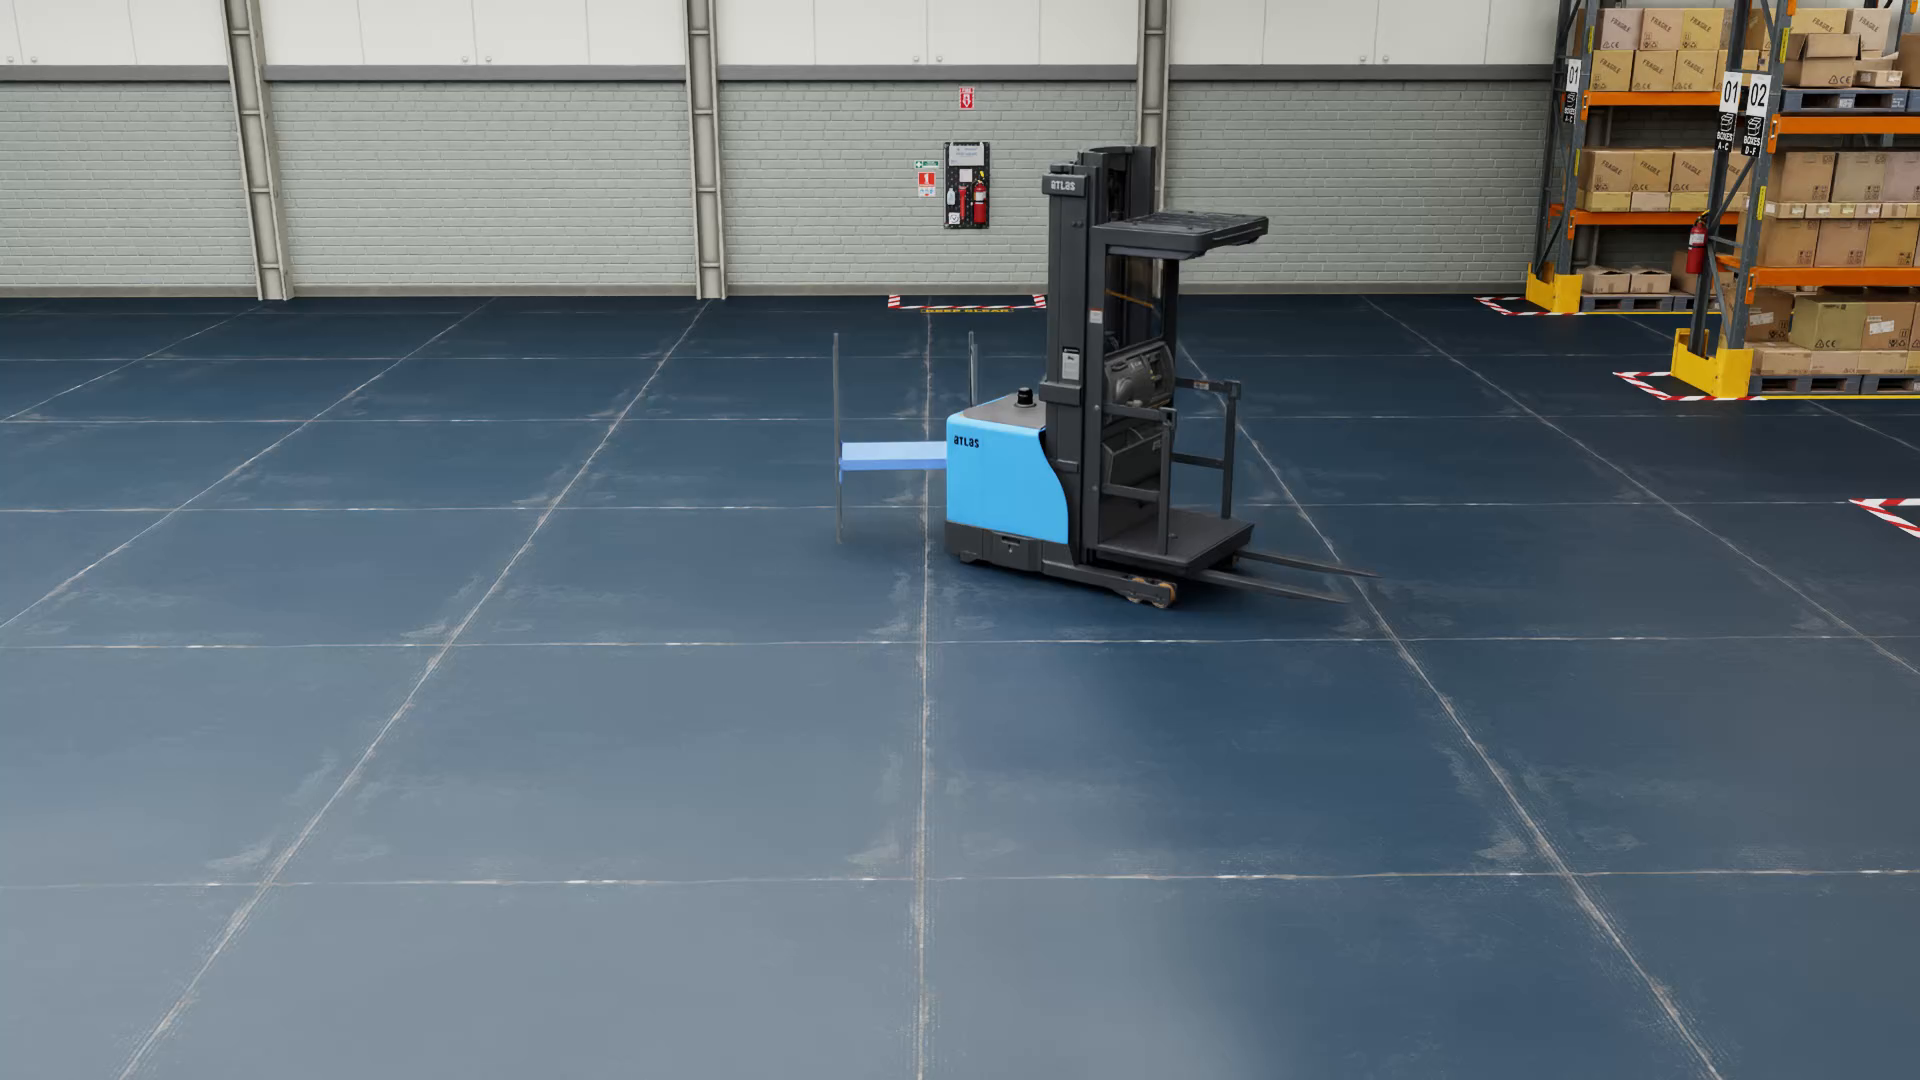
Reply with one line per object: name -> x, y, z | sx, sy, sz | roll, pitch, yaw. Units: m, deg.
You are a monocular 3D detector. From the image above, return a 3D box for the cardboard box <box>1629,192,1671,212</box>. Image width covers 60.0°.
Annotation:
cardboard box -> 8.896, -4.434, 21.672 | 0.500, 0.250, 0.500 | -1, 18, -3

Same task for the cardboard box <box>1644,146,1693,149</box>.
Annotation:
cardboard box -> 9.372, -4.949, 22.050 | 0.500, 0.500, 0.500 | -1, 18, -2

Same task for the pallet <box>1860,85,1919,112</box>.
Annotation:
pallet -> 9.896, -4.459, 16.772 | 1.213, 0.211, 1.003 | 0, 18, -1

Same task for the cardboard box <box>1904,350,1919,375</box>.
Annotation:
cardboard box -> 10.005, -1.903, 17.382 | 0.500, 0.250, 0.500 | 0, 18, -1

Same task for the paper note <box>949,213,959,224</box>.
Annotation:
paper note -> -0.079, -4.423, 22.866 | 0.142, 0.148, 0.016 | 0, 18, -1

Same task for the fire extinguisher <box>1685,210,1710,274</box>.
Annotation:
fire extinguisher -> 7.840, -3.175, 17.662 | 0.183, 0.674, 0.296 | 0, 18, -1

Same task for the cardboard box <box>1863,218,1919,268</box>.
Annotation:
cardboard box -> 9.454, -3.121, 17.203 | 0.500, 0.500, 0.700 | 0, 18, 0

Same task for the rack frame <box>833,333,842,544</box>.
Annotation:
rack frame -> -0.917, -0.762, 12.468 | 0.032, 1.500, 0.500 | -1, 18, -3

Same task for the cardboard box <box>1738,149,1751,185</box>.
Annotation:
cardboard box -> 10.413, -4.798, 21.579 | 0.500, 0.500, 0.500 | -1, 18, -2

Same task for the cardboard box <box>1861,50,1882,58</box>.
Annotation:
cardboard box -> 11.380, -6.010, 21.266 | 0.500, 0.500, 0.500 | 0, 18, 1

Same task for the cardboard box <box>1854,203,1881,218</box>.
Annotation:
cardboard box -> 9.127, -3.367, 16.906 | 0.250, 0.149, 0.380 | -1, 18, -2

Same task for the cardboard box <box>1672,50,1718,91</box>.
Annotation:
cardboard box -> 9.279, -5.990, 21.202 | 0.500, 0.500, 0.500 | 1, 18, 2

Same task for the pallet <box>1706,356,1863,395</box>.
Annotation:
pallet -> 8.730, -1.759, 17.687 | 1.213, 0.211, 1.003 | 0, 18, -1

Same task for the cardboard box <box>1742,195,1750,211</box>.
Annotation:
cardboard box -> 8.345, -3.487, 17.282 | 0.250, 0.149, 0.380 | -1, 18, -2

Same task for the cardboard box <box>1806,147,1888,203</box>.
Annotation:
cardboard box -> 9.011, -3.739, 17.005 | 0.500, 0.500, 0.700 | -1, 18, -2

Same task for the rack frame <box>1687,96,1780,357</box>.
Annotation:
rack frame -> 7.966, -3.071, 17.209 | 0.127, 3.000, 1.000 | 0, 18, -1

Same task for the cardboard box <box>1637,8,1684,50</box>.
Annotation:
cardboard box -> 8.775, -6.460, 21.030 | 0.500, 0.500, 0.500 | 0, 18, -1

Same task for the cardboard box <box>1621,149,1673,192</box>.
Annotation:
cardboard box -> 8.860, -4.789, 21.550 | 0.500, 0.500, 0.500 | 0, 18, -1

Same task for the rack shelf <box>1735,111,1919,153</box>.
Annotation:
rack shelf -> 9.965, -4.166, 16.891 | 4.000, 0.370, 1.077 | 0, 18, -1

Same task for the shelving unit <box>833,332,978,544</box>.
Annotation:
shelving unit -> -0.410, -0.771, 12.496 | 1.048, 1.500, 0.538 | -1, 18, -3

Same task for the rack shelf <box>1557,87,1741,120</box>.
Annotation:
rack shelf -> 9.884, -5.679, 21.607 | 4.000, 0.370, 1.077 | 0, 18, -1

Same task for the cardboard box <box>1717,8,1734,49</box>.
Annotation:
cardboard box -> 9.852, -6.629, 21.557 | 0.500, 0.500, 0.500 | 0, 18, -1

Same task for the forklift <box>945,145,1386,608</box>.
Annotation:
forklift -> 1.399, -1.125, 11.256 | 3.031, 2.935, 1.130 | 11, 21, 32

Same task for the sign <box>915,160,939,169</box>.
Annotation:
sign -> -0.451, -5.117, 22.664 | 0.331, 0.109, 0.001 | 0, 18, -1

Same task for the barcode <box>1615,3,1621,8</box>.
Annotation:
barcode -> 8.586, -6.977, 21.694 | 0.075, 0.075, 0.001 | 0, 18, -1

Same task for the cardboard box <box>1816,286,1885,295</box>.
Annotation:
cardboard box -> 9.497, -2.421, 17.771 | 0.500, 0.500, 0.500 | 0, 18, -1

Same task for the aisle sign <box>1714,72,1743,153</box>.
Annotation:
aisle sign -> 7.895, -4.398, 17.091 | 0.004, 0.787, 0.394 | 0, 18, -1

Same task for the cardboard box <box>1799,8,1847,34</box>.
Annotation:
cardboard box -> 10.836, -6.473, 21.072 | 0.500, 0.500, 0.500 | 1, 18, 2

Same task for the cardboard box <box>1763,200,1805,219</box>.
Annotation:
cardboard box -> 8.361, -3.363, 16.896 | 0.250, 0.149, 0.380 | 0, 18, -1

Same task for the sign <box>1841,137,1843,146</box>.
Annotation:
sign -> 11.871, -5.324, 22.337 | 0.005, 0.325, 0.100 | 0, 18, -1

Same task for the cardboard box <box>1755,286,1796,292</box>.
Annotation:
cardboard box -> 10.846, -3.605, 22.247 | 0.500, 0.500, 0.500 | -2, 18, -5

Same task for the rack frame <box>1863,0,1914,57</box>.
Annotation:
rack frame -> 11.883, -7.460, 21.069 | 0.127, 3.000, 1.000 | 0, 18, -1

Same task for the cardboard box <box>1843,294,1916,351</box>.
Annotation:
cardboard box -> 9.505, -2.262, 17.276 | 0.500, 0.500, 0.500 | 0, 18, -1

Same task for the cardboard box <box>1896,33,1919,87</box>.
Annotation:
cardboard box -> 9.631, -4.738, 16.415 | 0.500, 0.500, 0.500 | 0, 18, -1

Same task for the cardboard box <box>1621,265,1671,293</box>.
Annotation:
cardboard box -> 9.147, -3.491, 22.202 | 0.500, 0.311, 0.500 | 1, 18, 4

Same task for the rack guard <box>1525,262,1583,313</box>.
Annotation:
rack guard -> 7.960, -3.394, 22.309 | 0.348, 0.500, 1.175 | 0, 18, -1

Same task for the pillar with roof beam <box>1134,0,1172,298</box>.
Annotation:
pillar with roof beam -> 2.639, -6.364, 17.654 | 0.400, 9.000, 9.100 | 0, 18, -1

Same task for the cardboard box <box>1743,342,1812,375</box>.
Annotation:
cardboard box -> 8.505, -1.896, 17.361 | 0.500, 0.250, 0.500 | 0, 18, -1

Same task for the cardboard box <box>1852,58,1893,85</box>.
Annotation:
cardboard box -> 9.113, -4.780, 16.957 | 0.500, 0.250, 0.500 | 0, 18, -1
